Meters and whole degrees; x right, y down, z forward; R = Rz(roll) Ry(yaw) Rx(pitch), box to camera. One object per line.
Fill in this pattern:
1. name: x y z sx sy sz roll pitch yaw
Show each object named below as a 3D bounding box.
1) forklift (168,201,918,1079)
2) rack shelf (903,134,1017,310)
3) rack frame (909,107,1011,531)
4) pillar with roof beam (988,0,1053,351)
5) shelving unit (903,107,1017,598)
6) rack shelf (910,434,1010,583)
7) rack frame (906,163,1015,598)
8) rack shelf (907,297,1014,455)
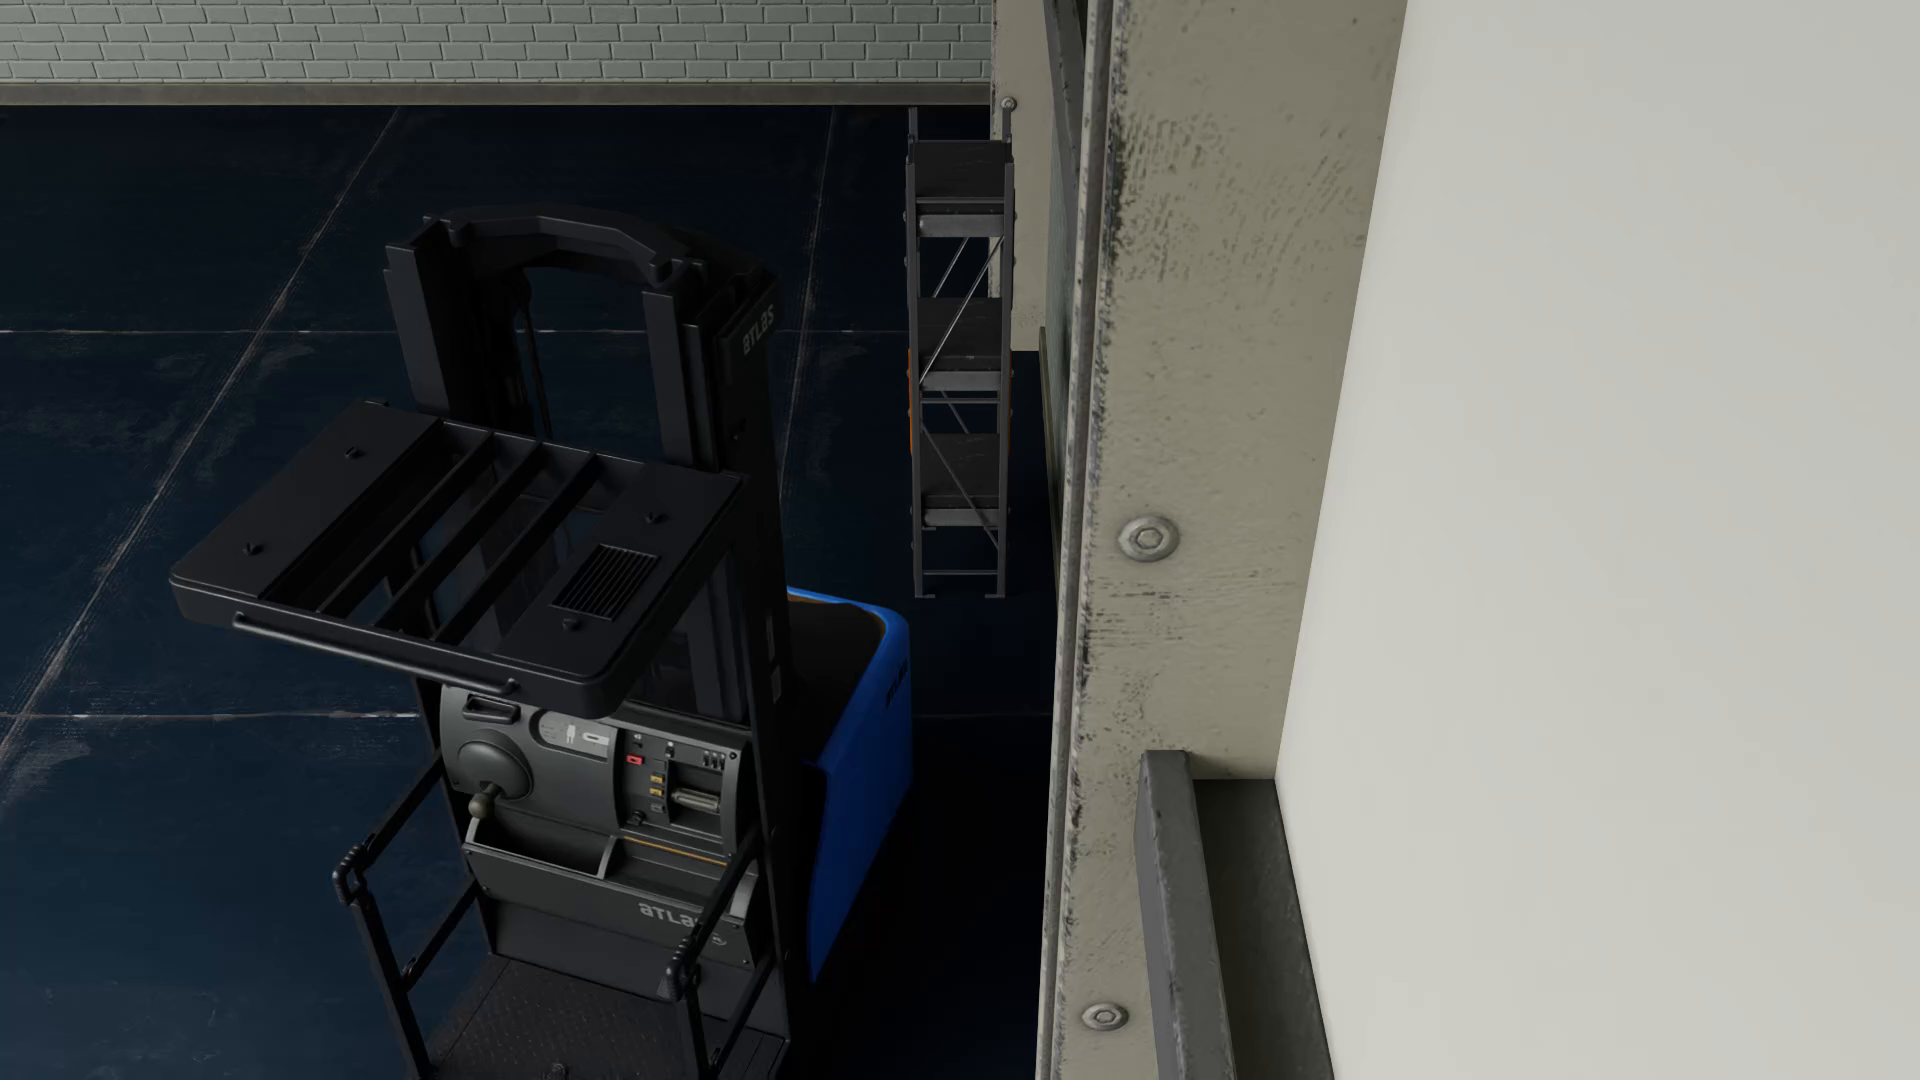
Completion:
1. forklift: -1.106 0.721 4.506 1.130 2.935 3.031 12 40 14
2. rack shelf: 0.000 -1.251 6.535 0.431 0.518 0.480 0 39 0
3. rack frame: 0.000 -0.868 7.155 0.400 2.100 0.015 0 39 0
4. pillar with roof beam: -3.994 -4.662 6.372 9.100 9.000 0.400 0 39 0
5. shelving unit: 0.000 -0.716 6.964 0.431 2.100 0.503 0 39 0
6. rack shelf: 0.000 -0.159 7.410 0.431 0.518 0.480 0 39 0
7. rack frame: 0.000 -0.563 6.774 0.400 2.100 0.015 0 39 0
8. rack shelf: 0.000 -0.705 6.973 0.431 0.518 0.480 0 39 0
